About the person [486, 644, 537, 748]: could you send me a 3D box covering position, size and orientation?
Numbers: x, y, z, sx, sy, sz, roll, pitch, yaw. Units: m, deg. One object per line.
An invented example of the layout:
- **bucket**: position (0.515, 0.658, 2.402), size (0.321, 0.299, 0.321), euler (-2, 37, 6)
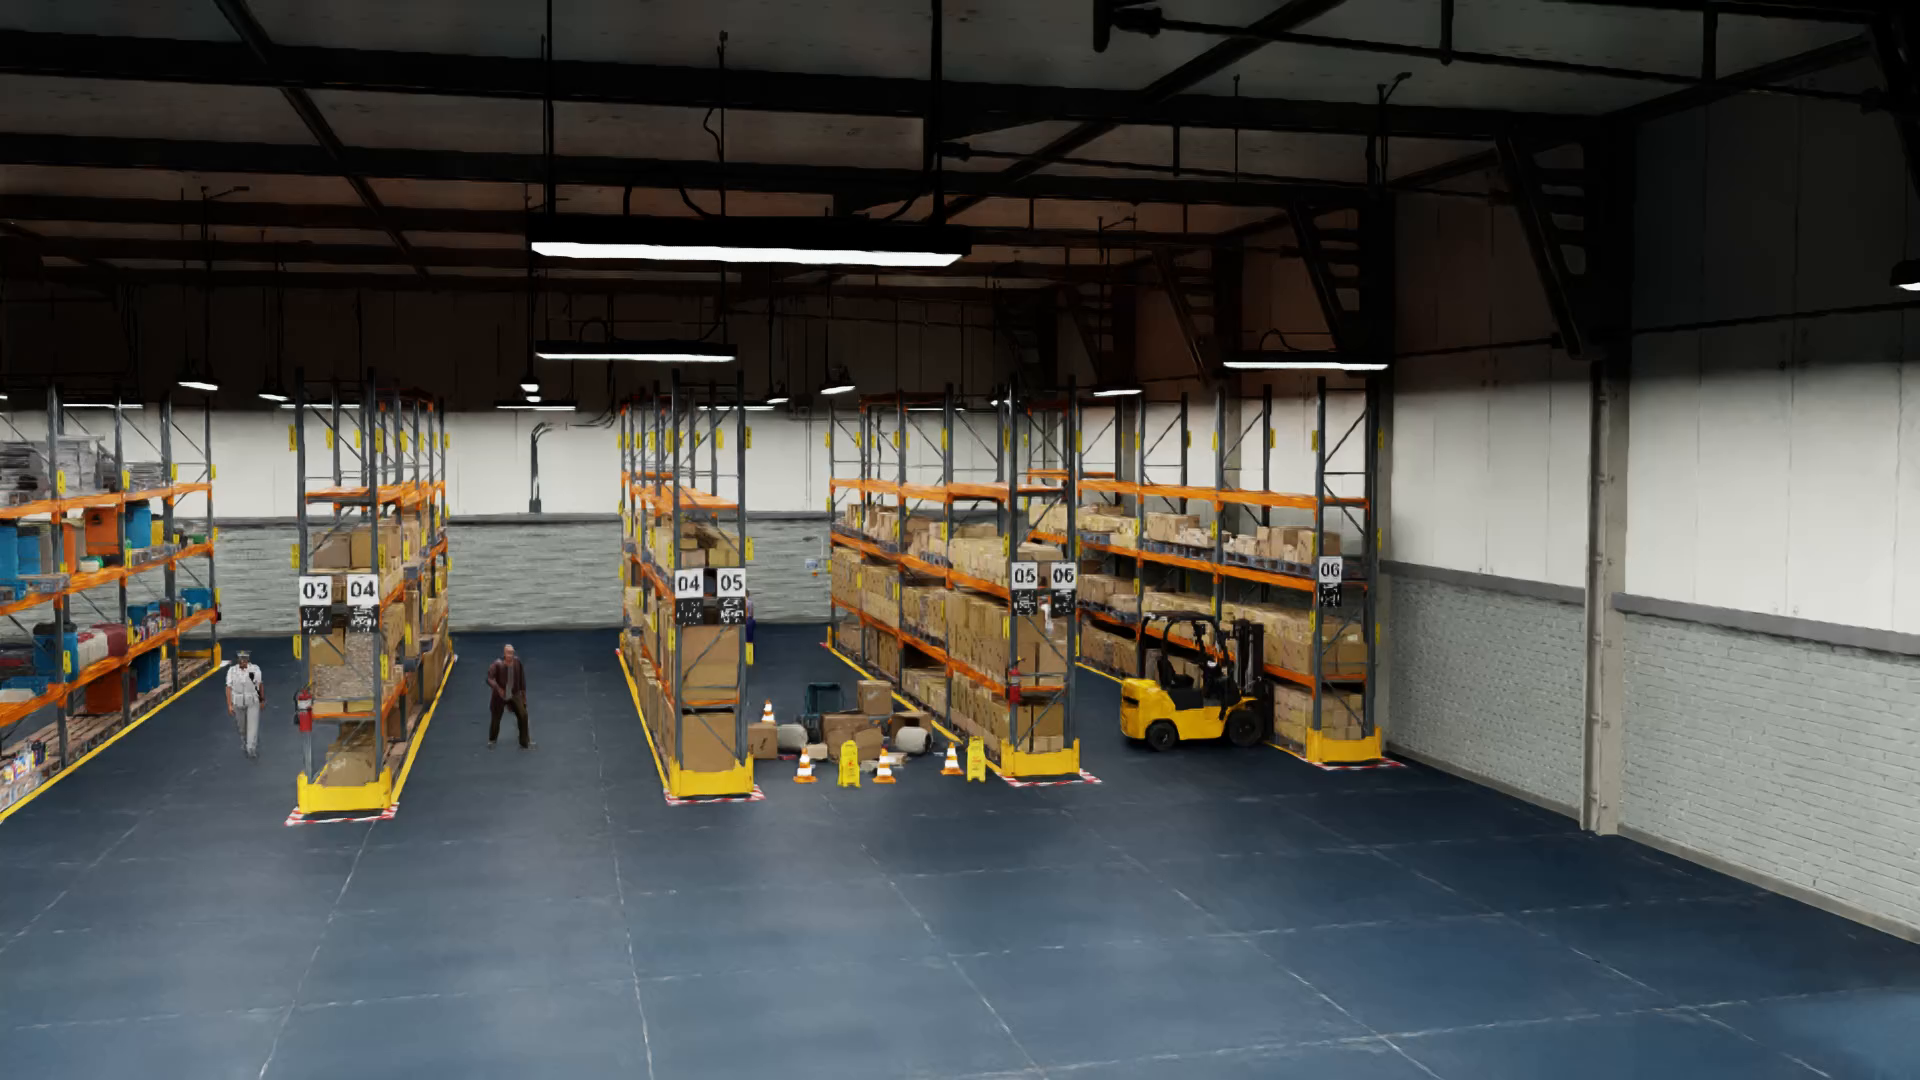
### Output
- **person**: position (-7.349, 2.576, 26.985), size (0.724, 1.607, 0.900), euler (-2, 4, -30)

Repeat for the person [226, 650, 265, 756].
- **person**: position (-11.405, 2.567, 26.500), size (0.542, 1.672, 1.126), euler (-1, 3, -12)

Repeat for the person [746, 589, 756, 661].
- **person**: position (-4.865, 1.920, 37.700), size (0.567, 1.641, 0.611), euler (1, 3, 9)

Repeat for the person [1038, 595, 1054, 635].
- **person**: position (1.817, 1.993, 36.344), size (0.571, 1.655, 0.616), euler (0, 3, 5)
